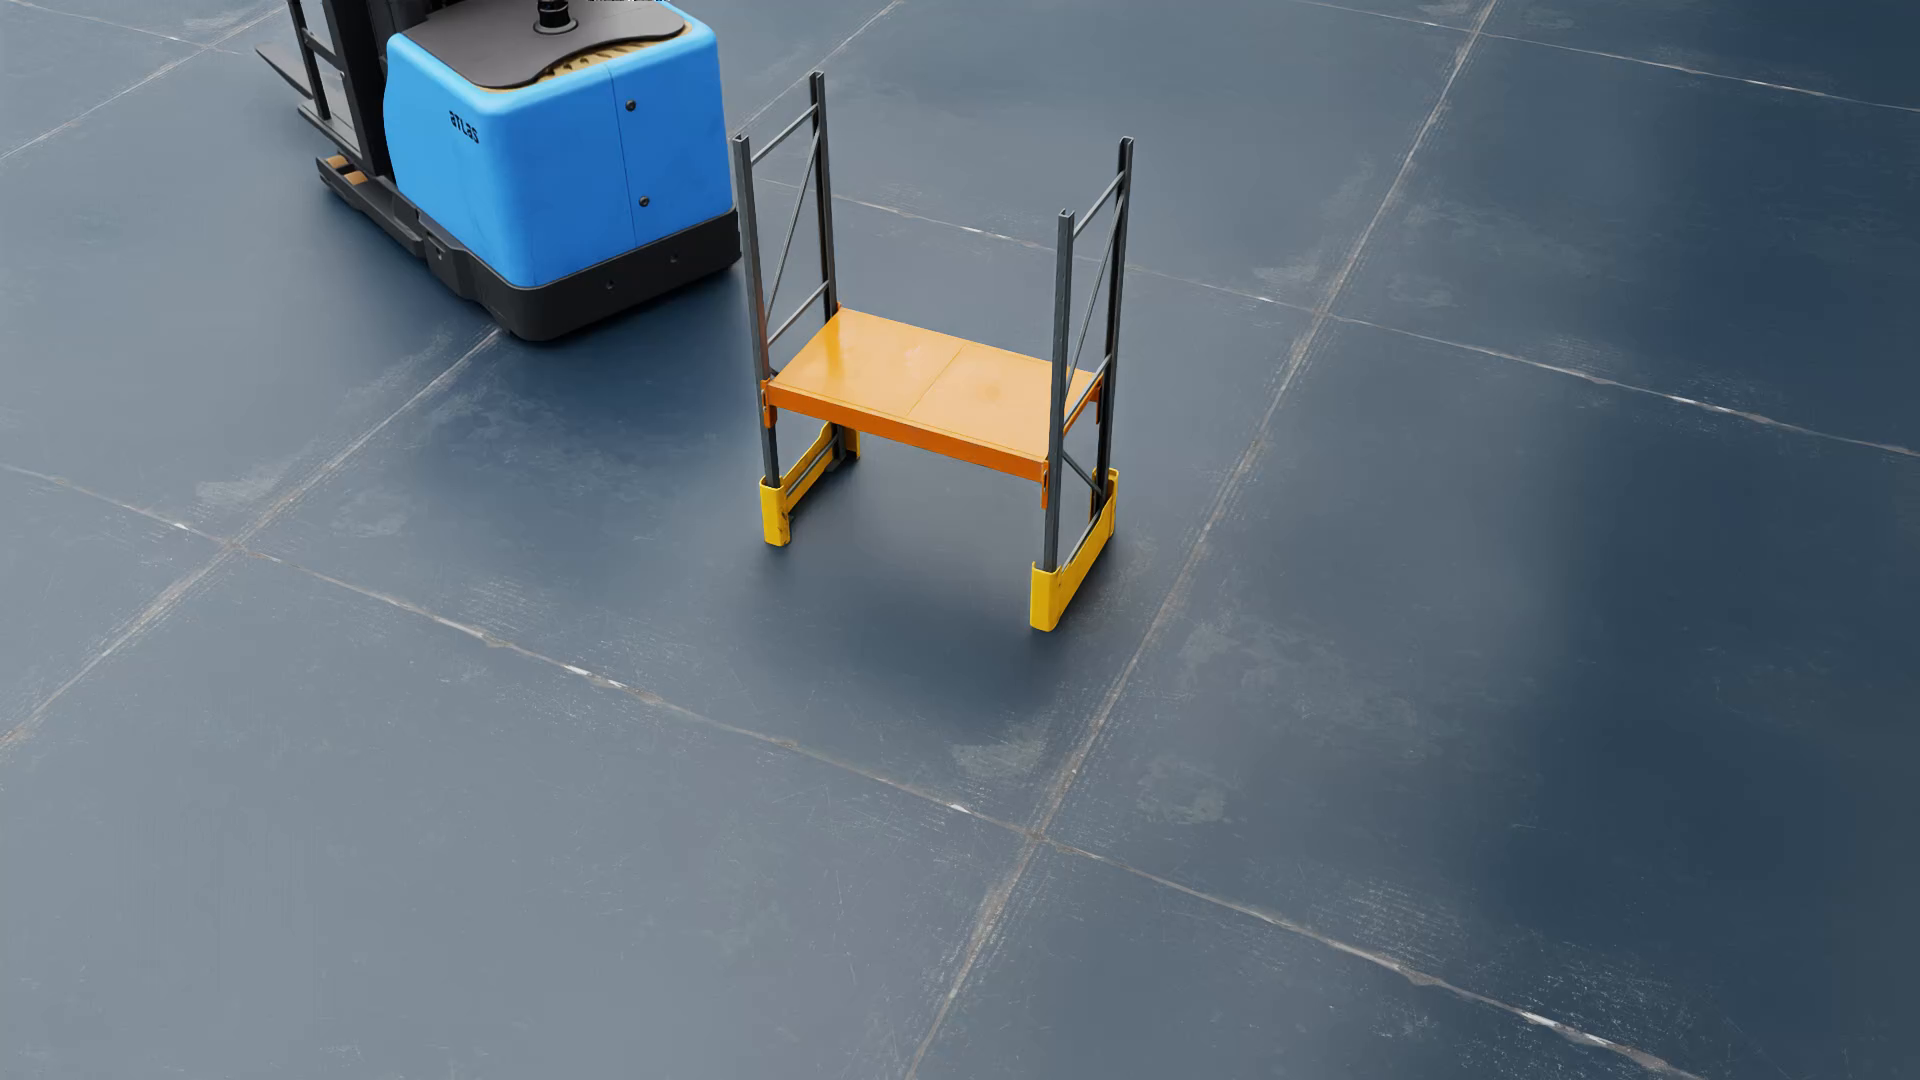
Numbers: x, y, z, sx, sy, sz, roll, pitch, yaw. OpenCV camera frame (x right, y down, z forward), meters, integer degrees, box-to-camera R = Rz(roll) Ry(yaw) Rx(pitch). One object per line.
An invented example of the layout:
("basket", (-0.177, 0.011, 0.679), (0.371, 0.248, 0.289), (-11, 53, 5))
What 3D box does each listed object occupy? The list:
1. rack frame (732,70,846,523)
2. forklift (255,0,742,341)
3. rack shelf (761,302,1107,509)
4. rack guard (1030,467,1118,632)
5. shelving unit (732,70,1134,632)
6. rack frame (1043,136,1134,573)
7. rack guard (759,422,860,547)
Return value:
("rack frame", (-0.538, -0.731, 5.448), (0.032, 1.500, 0.500), (17, 44, 19))
("forklift", (-2.260, -2.783, 6.723), (1.130, 2.935, 3.031), (-29, 49, -29))
("rack shelf", (-0.077, -0.454, 5.404), (1.000, 0.185, 0.538), (17, 44, 19))
("rack guard", (0.382, 0.022, 5.533), (0.087, 0.250, 0.587), (17, 44, 19))
("shelving unit", (-0.069, -0.588, 5.283), (1.083, 1.500, 0.587), (17, 44, 19))
("rack frame", (0.383, -0.450, 5.124), (0.032, 1.500, 0.500), (17, 44, 19))
("rack guard", (-0.520, -0.253, 5.852), (0.087, 0.250, 0.587), (17, 44, 19))
